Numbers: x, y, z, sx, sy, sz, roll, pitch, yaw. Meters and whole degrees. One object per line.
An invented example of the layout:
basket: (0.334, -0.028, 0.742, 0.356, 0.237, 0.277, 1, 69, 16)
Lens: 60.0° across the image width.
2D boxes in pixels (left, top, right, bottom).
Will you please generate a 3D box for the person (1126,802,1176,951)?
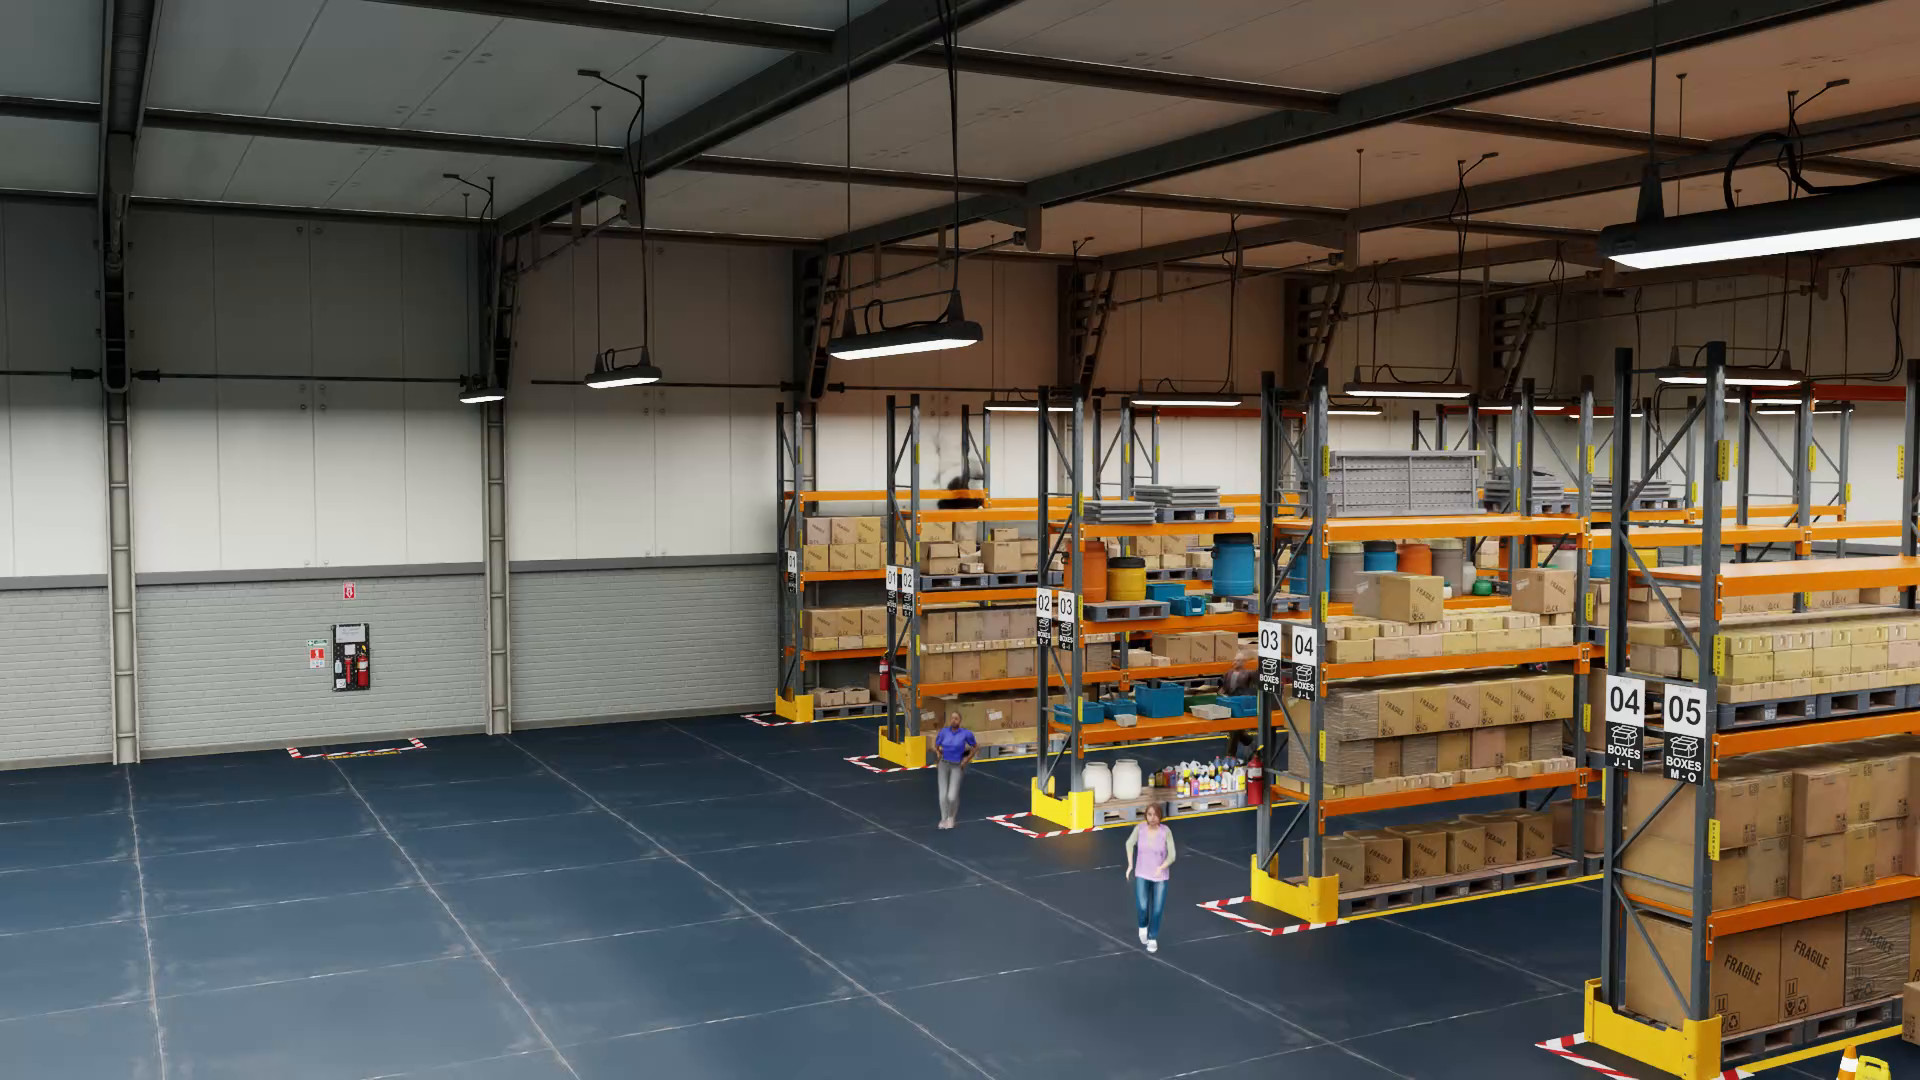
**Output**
person: (1.929, 3.428, 16.849, 0.516, 1.556, 0.628, 0, 3, 8)

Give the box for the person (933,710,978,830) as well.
person: (-0.090, 3.097, 22.296, 0.586, 1.631, 0.637, 1, 3, 15)

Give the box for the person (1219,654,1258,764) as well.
person: (4.529, 2.719, 27.026, 1.000, 1.756, 0.715, -3, 4, -42)
